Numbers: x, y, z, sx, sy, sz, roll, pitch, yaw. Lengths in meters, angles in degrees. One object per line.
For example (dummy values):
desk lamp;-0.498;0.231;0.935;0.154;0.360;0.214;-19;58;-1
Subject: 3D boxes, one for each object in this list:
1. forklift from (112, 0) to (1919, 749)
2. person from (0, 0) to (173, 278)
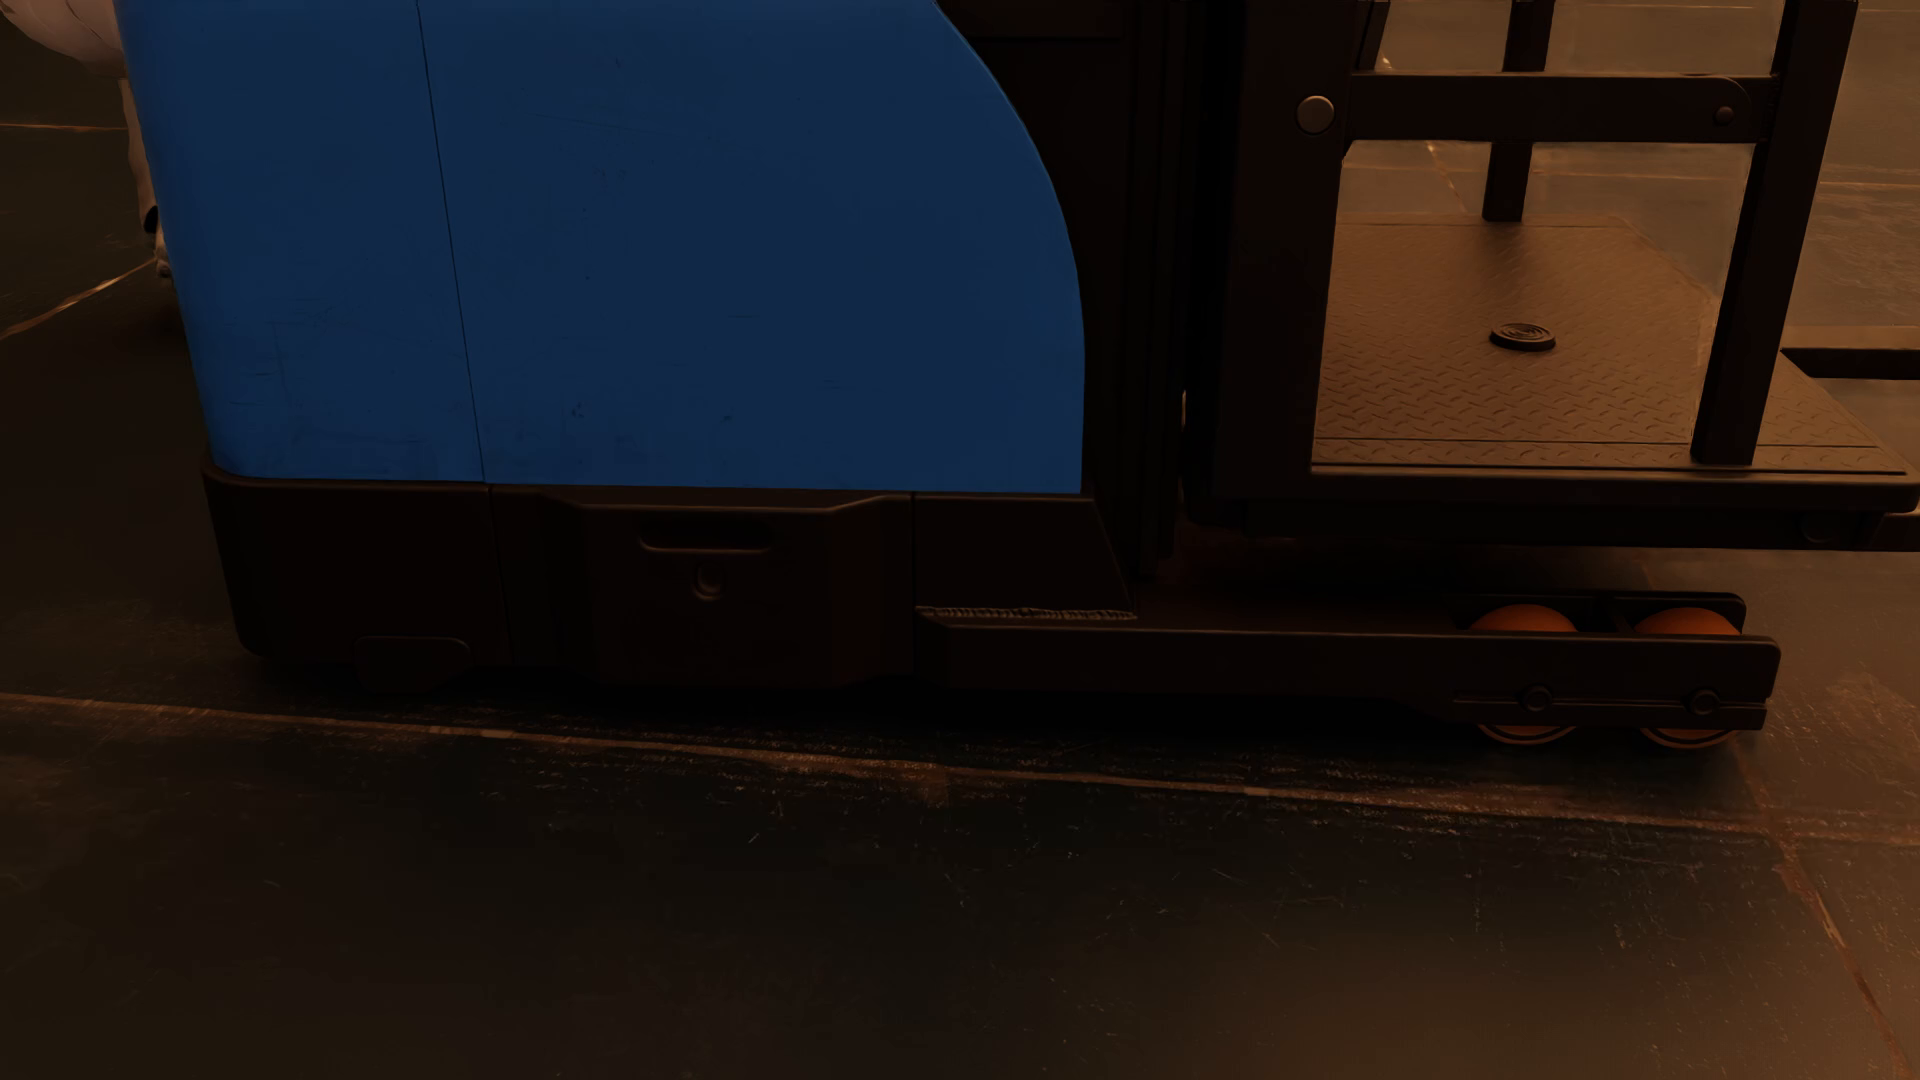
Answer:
forklift;0.612;-1.304;1.831;3.031;2.935;1.130;1;27;2
person;-1.456;-1.111;3.037;0.883;1.624;0.687;1;27;1
